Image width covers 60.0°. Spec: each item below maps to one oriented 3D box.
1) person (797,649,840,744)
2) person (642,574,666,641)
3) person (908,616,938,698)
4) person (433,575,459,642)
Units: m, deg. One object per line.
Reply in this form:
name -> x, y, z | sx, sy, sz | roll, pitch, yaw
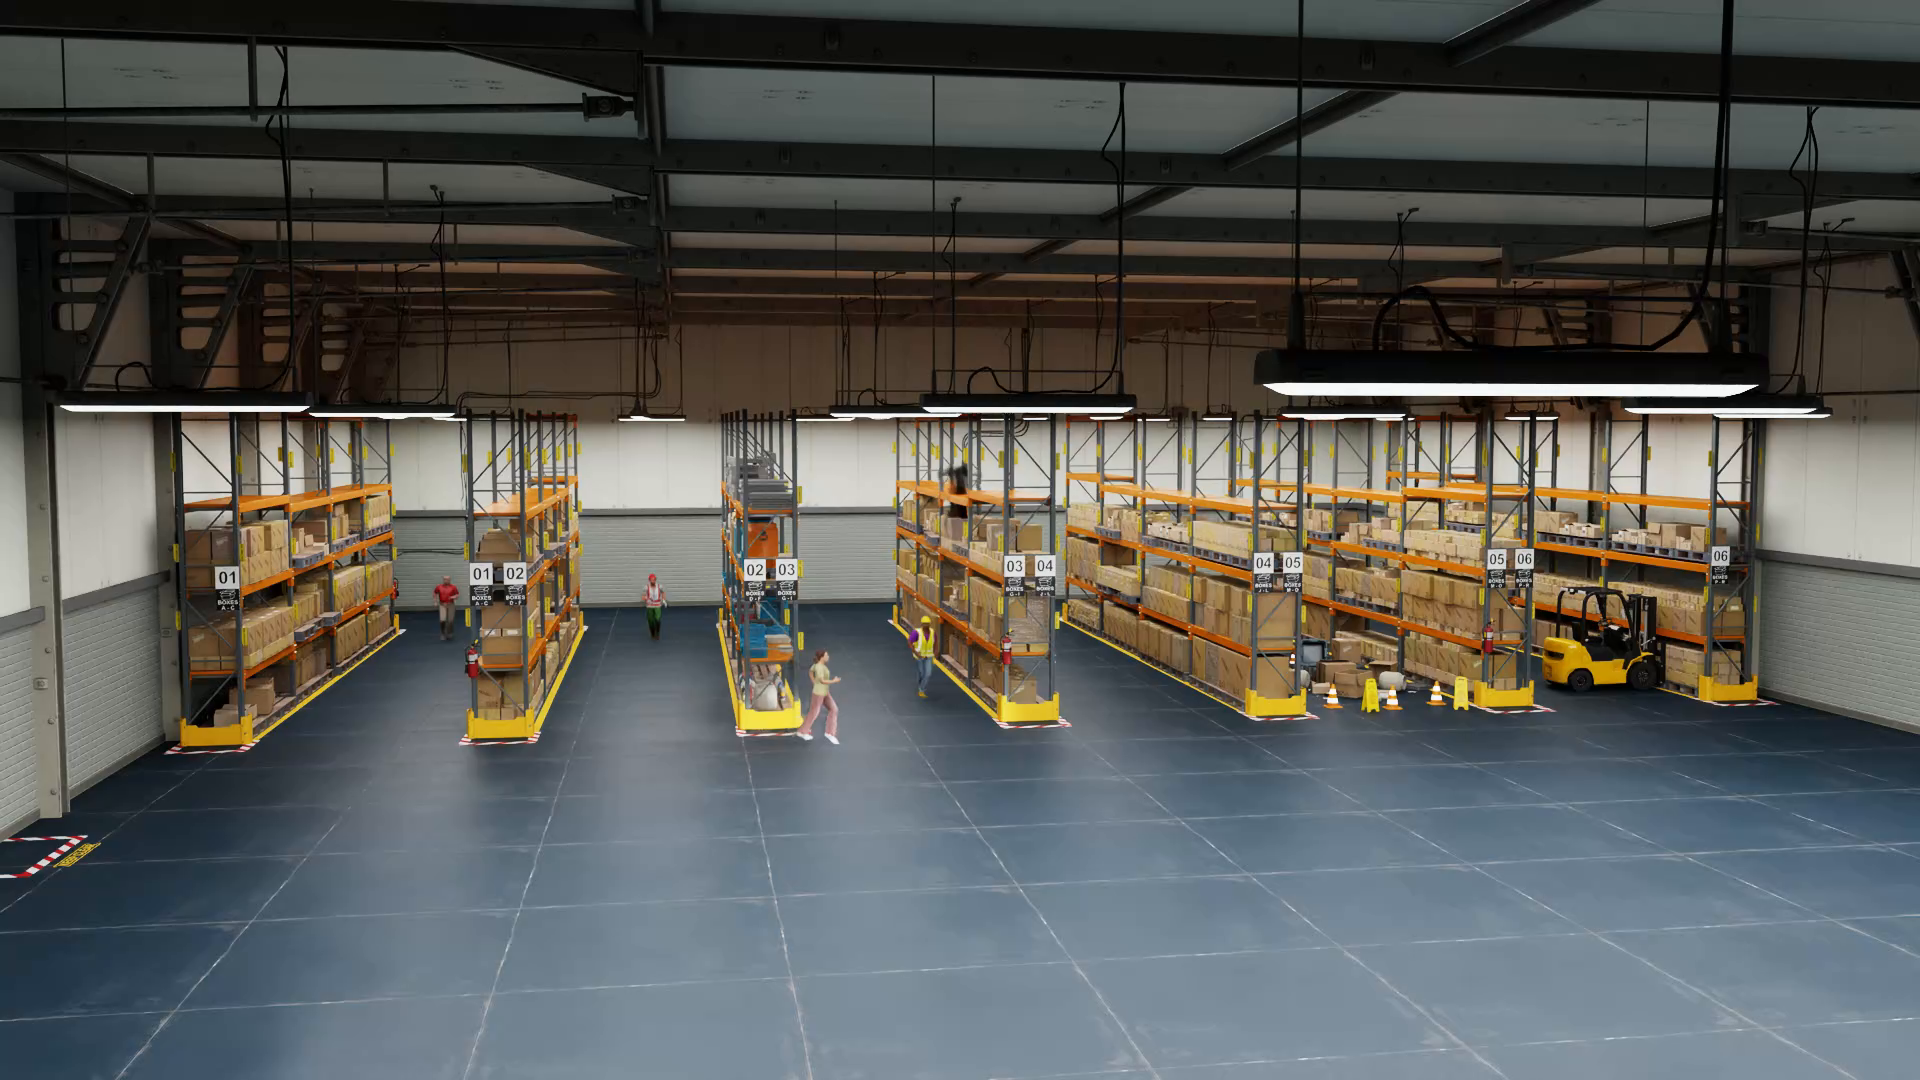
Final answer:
person -> -2.523, 2.807, 29.793 | 0.824, 1.722, 0.519 | 1, 4, 10
person -> -8.059, 1.776, 43.804 | 0.642, 1.766, 0.777 | -1, 4, -9
person -> -0.786, 2.439, 34.937 | 0.688, 1.715, 0.671 | -1, 4, -15
person -> -13.549, 1.815, 43.881 | 0.650, 1.767, 0.714 | -1, 4, -19
